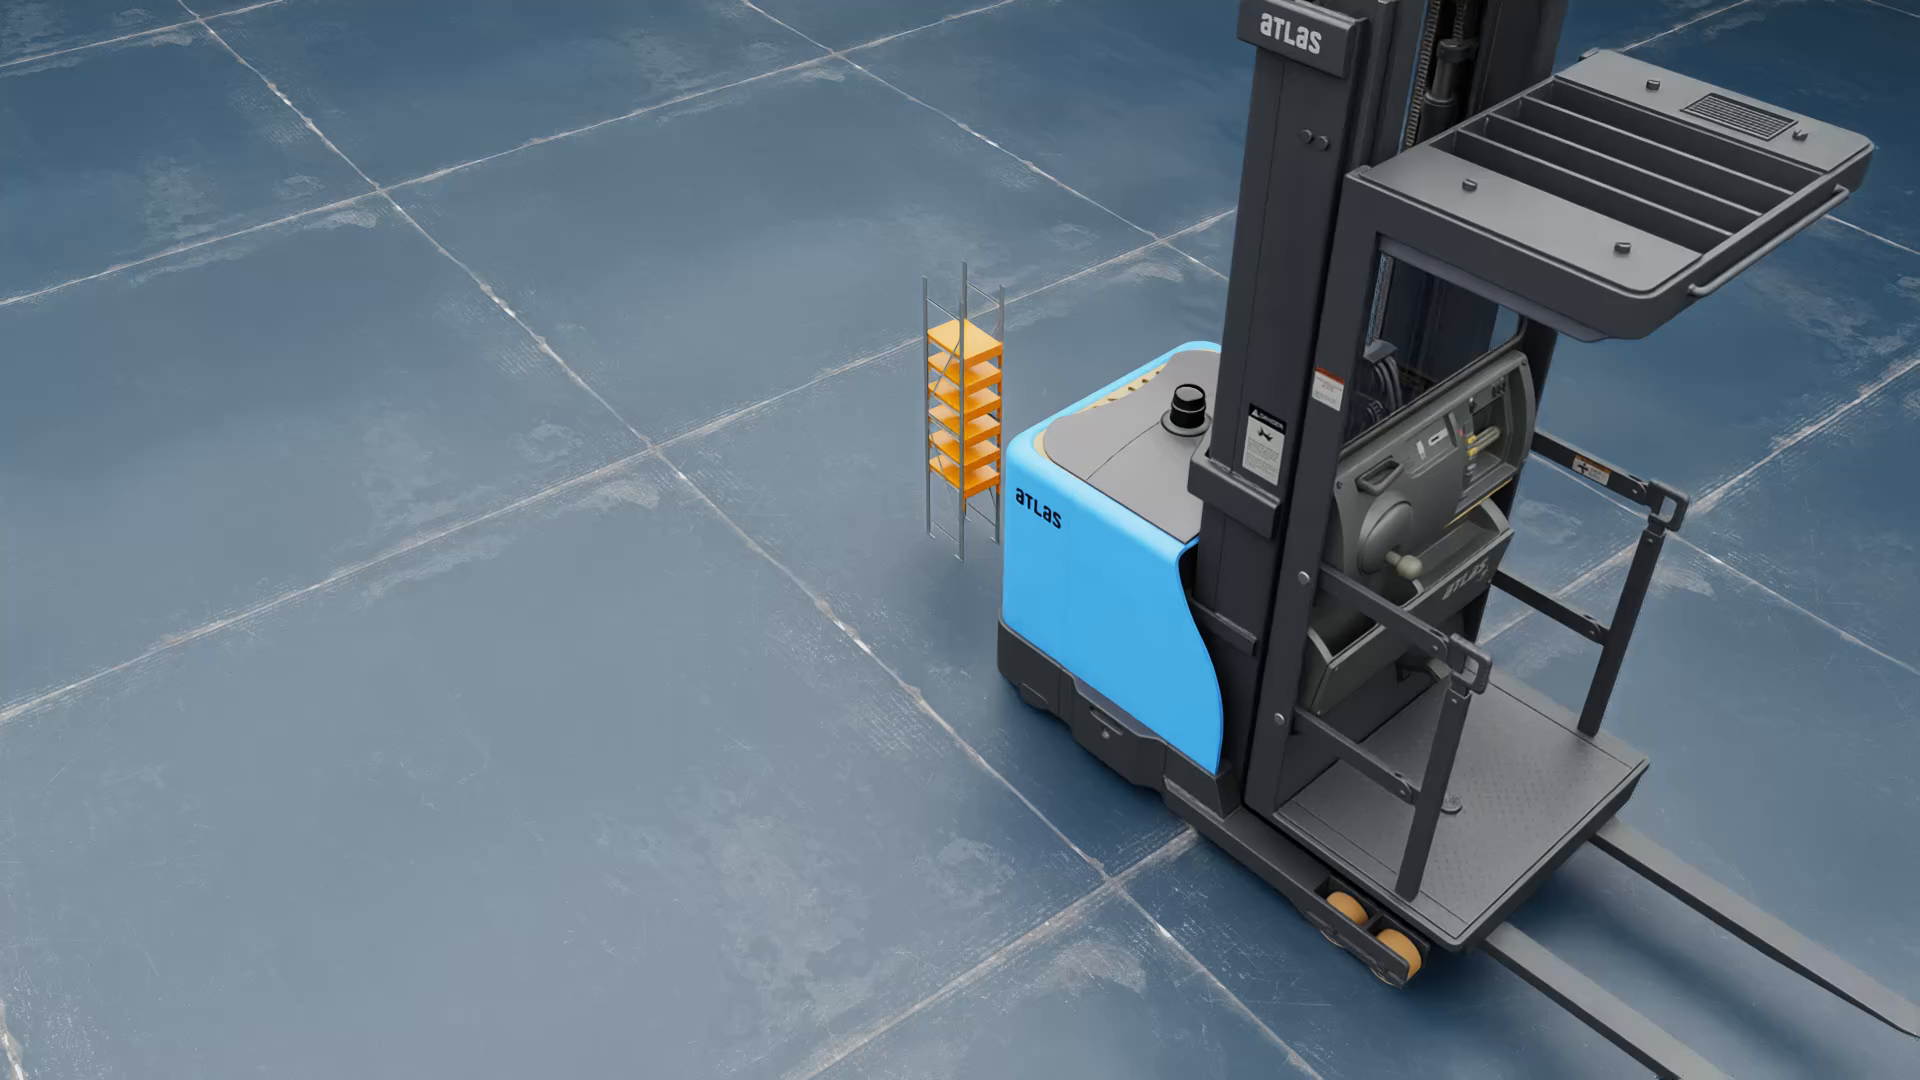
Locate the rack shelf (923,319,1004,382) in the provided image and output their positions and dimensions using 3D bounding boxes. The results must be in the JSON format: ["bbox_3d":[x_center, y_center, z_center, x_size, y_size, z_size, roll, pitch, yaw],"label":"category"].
[{"bbox_3d":[0.011,-0.713,6.176,0.180,0.103,0.258,-26,46,-28],"label":"rack shelf"}]

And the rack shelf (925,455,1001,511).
[{"bbox_3d":[0.011,-0.250,6.557,0.180,0.103,0.258,-26,46,-28],"label":"rack shelf"}]

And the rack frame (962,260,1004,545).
[{"bbox_3d":[0.084,-0.505,6.419,0.006,1.200,0.240,-26,46,-28],"label":"rack frame"}]

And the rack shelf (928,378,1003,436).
[{"bbox_3d":[0.011,-0.528,6.328,0.180,0.103,0.258,-26,46,-28],"label":"rack shelf"}]

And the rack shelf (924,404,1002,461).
[{"bbox_3d":[0.011,-0.435,6.404,0.180,0.103,0.258,-26,46,-28],"label":"rack shelf"}]

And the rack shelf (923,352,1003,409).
[{"bbox_3d":[0.011,-0.621,6.252,0.180,0.103,0.258,-26,46,-28],"label":"rack shelf"}]

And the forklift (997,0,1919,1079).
[{"bbox_3d":[1.500,-0.144,4.615,1.130,2.935,3.031,-30,48,-31],"label":"forklift"}]

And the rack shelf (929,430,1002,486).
[{"bbox_3d":[0.011,-0.342,6.481,0.180,0.103,0.258,-26,46,-28],"label":"rack shelf"}]

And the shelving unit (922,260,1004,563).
[{"bbox_3d":[0.011,-0.469,6.376,0.189,1.200,0.258,-26,46,-28],"label":"shelving unit"}]

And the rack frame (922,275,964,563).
[{"bbox_3d":[-0.061,-0.434,6.333,0.006,1.200,0.240,-26,46,-28],"label":"rack frame"}]
